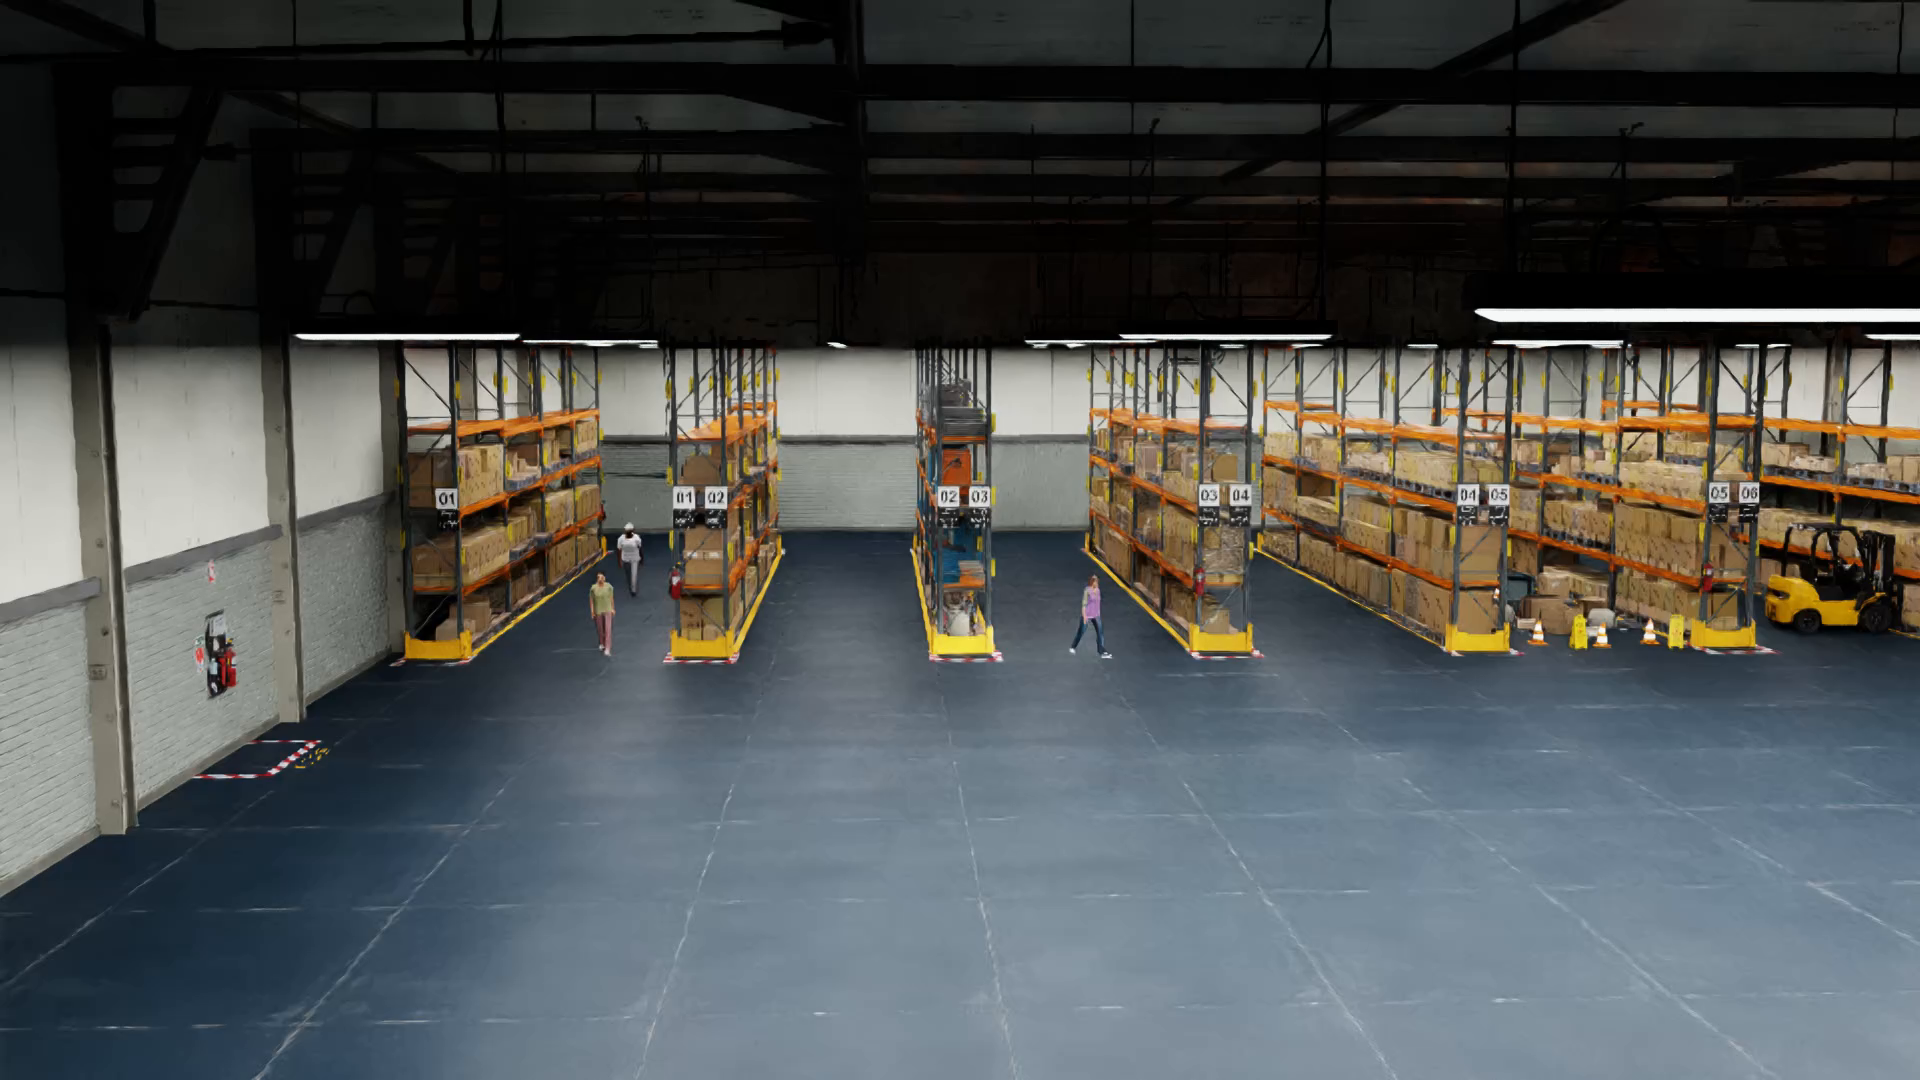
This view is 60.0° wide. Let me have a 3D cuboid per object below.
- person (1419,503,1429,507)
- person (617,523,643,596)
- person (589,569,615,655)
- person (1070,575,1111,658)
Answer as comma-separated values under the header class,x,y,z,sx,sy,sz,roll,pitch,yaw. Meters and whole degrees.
class,x,y,z,sx,sy,sz,roll,pitch,yaw
person,14.585,-1.034,51.659,0.481,1.778,0.646,-5,8,-39
person,-7.779,0.432,39.126,0.577,1.691,1.121,0,6,0
person,-6.785,1.341,31.465,0.451,1.585,1.097,-1,7,-5
person,2.412,1.413,31.087,0.482,1.562,0.862,-4,8,-31
